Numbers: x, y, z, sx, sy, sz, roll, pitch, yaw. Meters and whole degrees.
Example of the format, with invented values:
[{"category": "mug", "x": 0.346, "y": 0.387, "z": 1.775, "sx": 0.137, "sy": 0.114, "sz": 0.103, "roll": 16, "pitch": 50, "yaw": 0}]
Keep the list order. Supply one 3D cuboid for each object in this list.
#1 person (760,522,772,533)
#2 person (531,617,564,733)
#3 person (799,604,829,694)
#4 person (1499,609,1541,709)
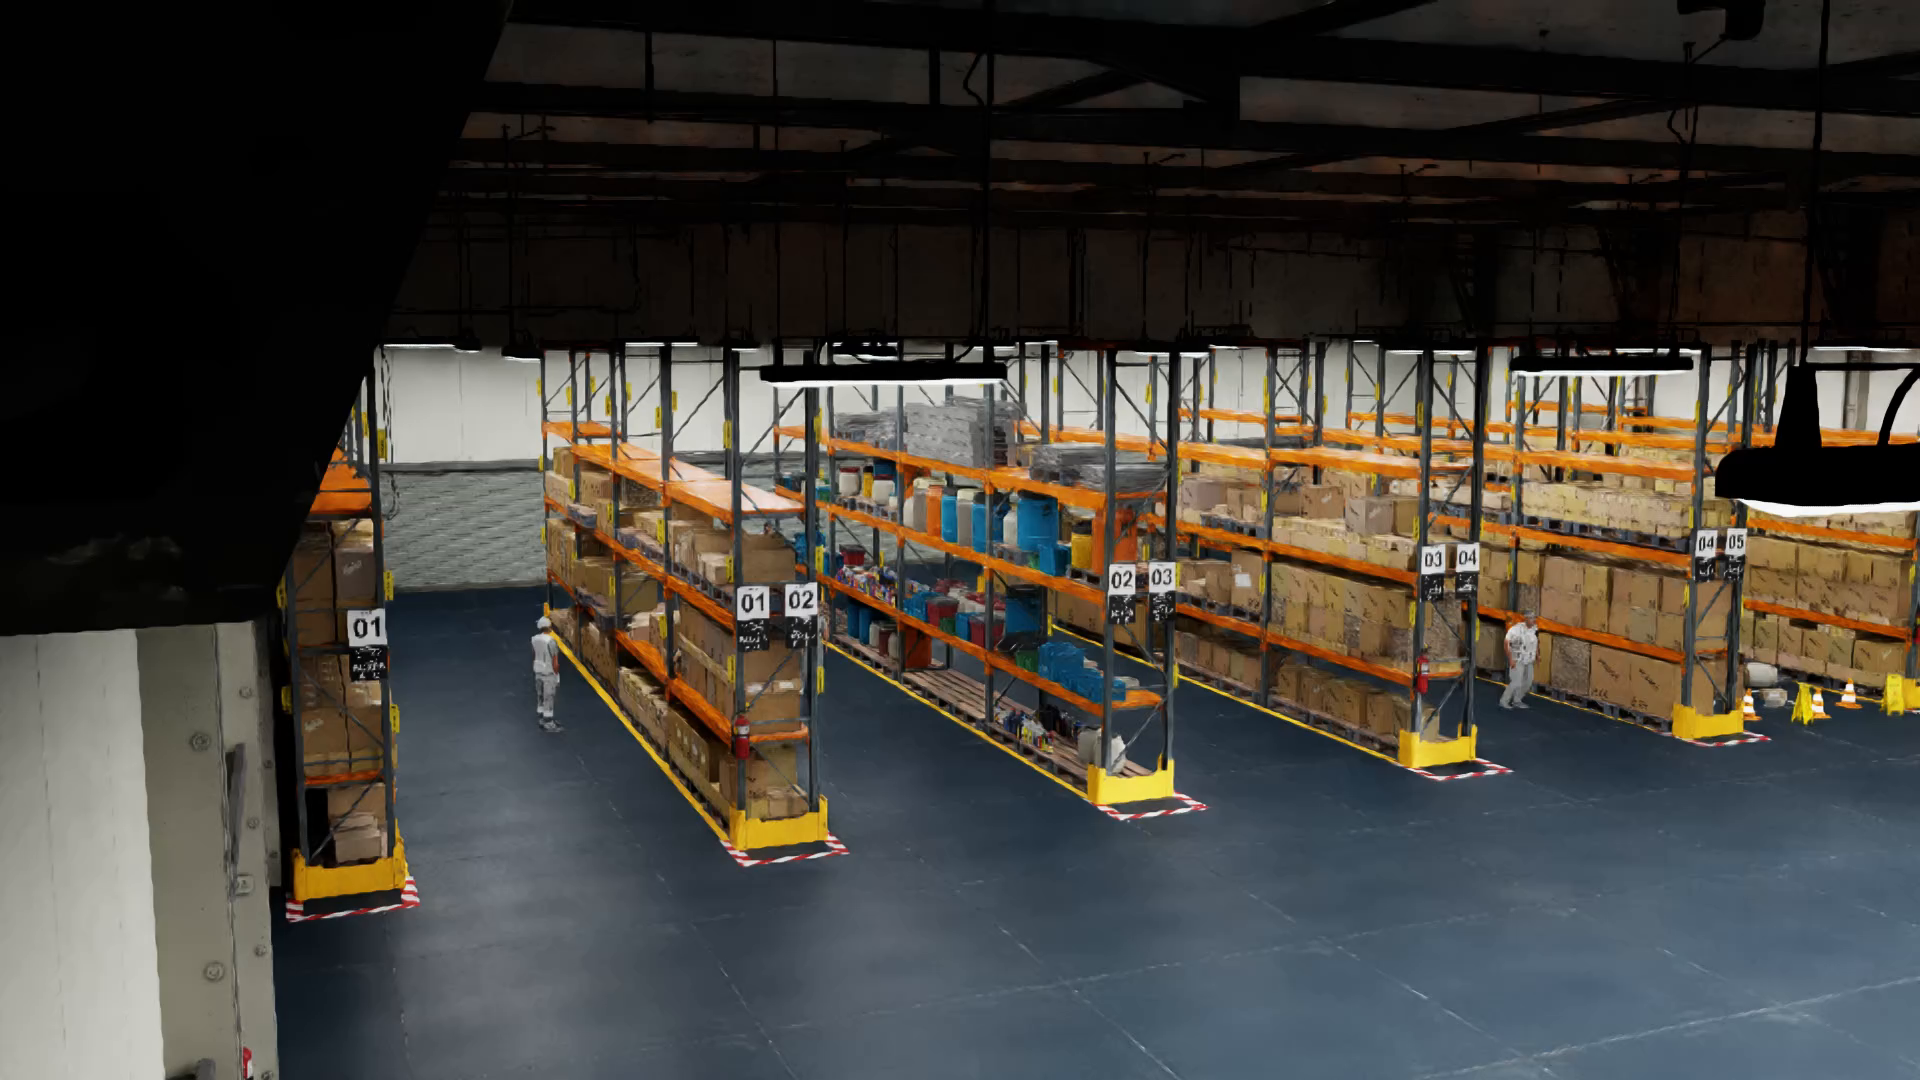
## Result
[{"category": "person", "x": -4.677, "y": 0.344, "z": 39.990, "sx": 0.660, "sy": 1.580, "sz": 0.811, "roll": -6, "pitch": 10, "yaw": -40}, {"category": "person", "x": -6.401, "y": 2.070, "z": 25.854, "sx": 0.600, "sy": 1.787, "sz": 0.443, "roll": 6, "pitch": 9, "yaw": 37}, {"category": "person", "x": -2.533, "y": 1.845, "z": 28.442, "sx": 0.580, "sy": 1.618, "sz": 0.507, "roll": -3, "pitch": 8, "yaw": -23}, {"category": "person", "x": 9.222, "y": 1.940, "z": 27.323, "sx": 0.683, "sy": 1.715, "sz": 0.538, "roll": -3, "pitch": 8, "yaw": -24}]
